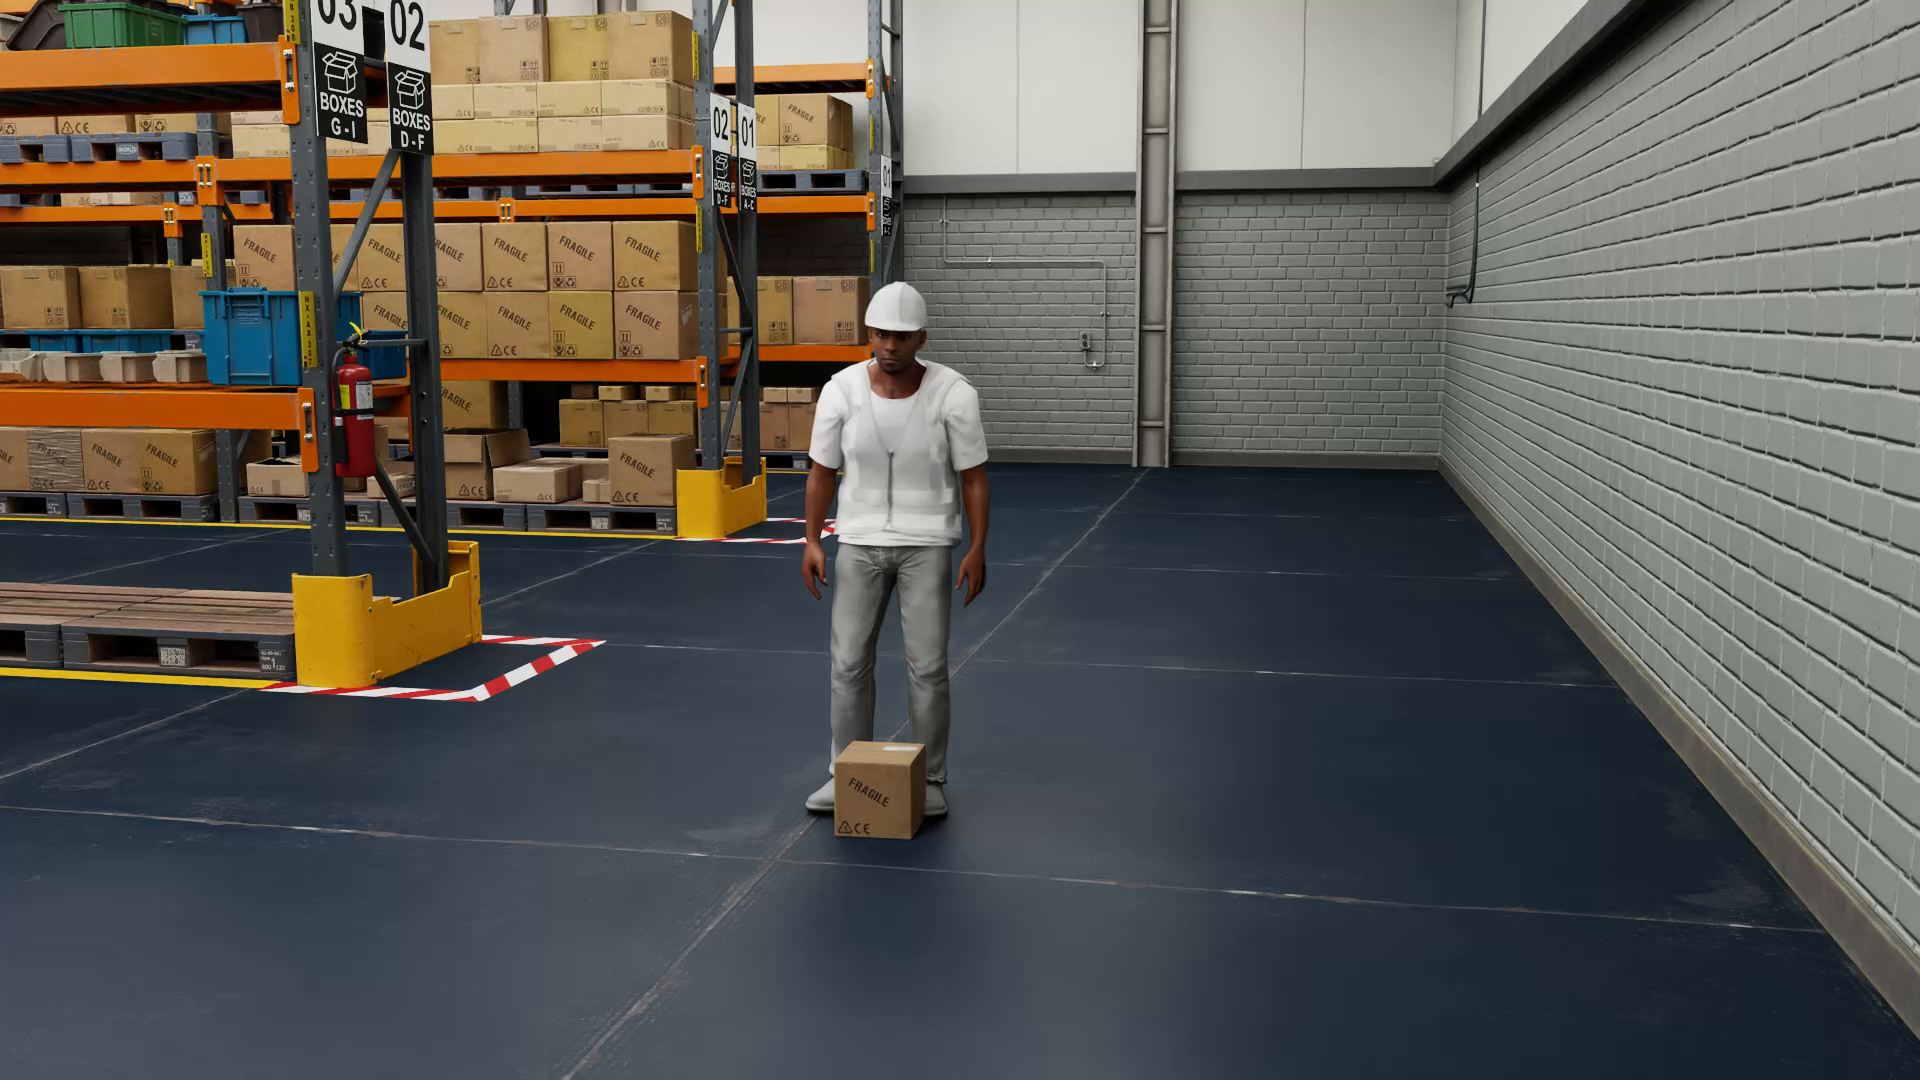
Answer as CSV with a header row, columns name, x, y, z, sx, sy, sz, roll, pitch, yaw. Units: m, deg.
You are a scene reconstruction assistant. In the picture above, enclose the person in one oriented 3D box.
name,x,y,z,sx,sy,sz,roll,pitch,yaw
person,-0.218,0.032,5.518,0.626,1.759,0.463,1,8,9
